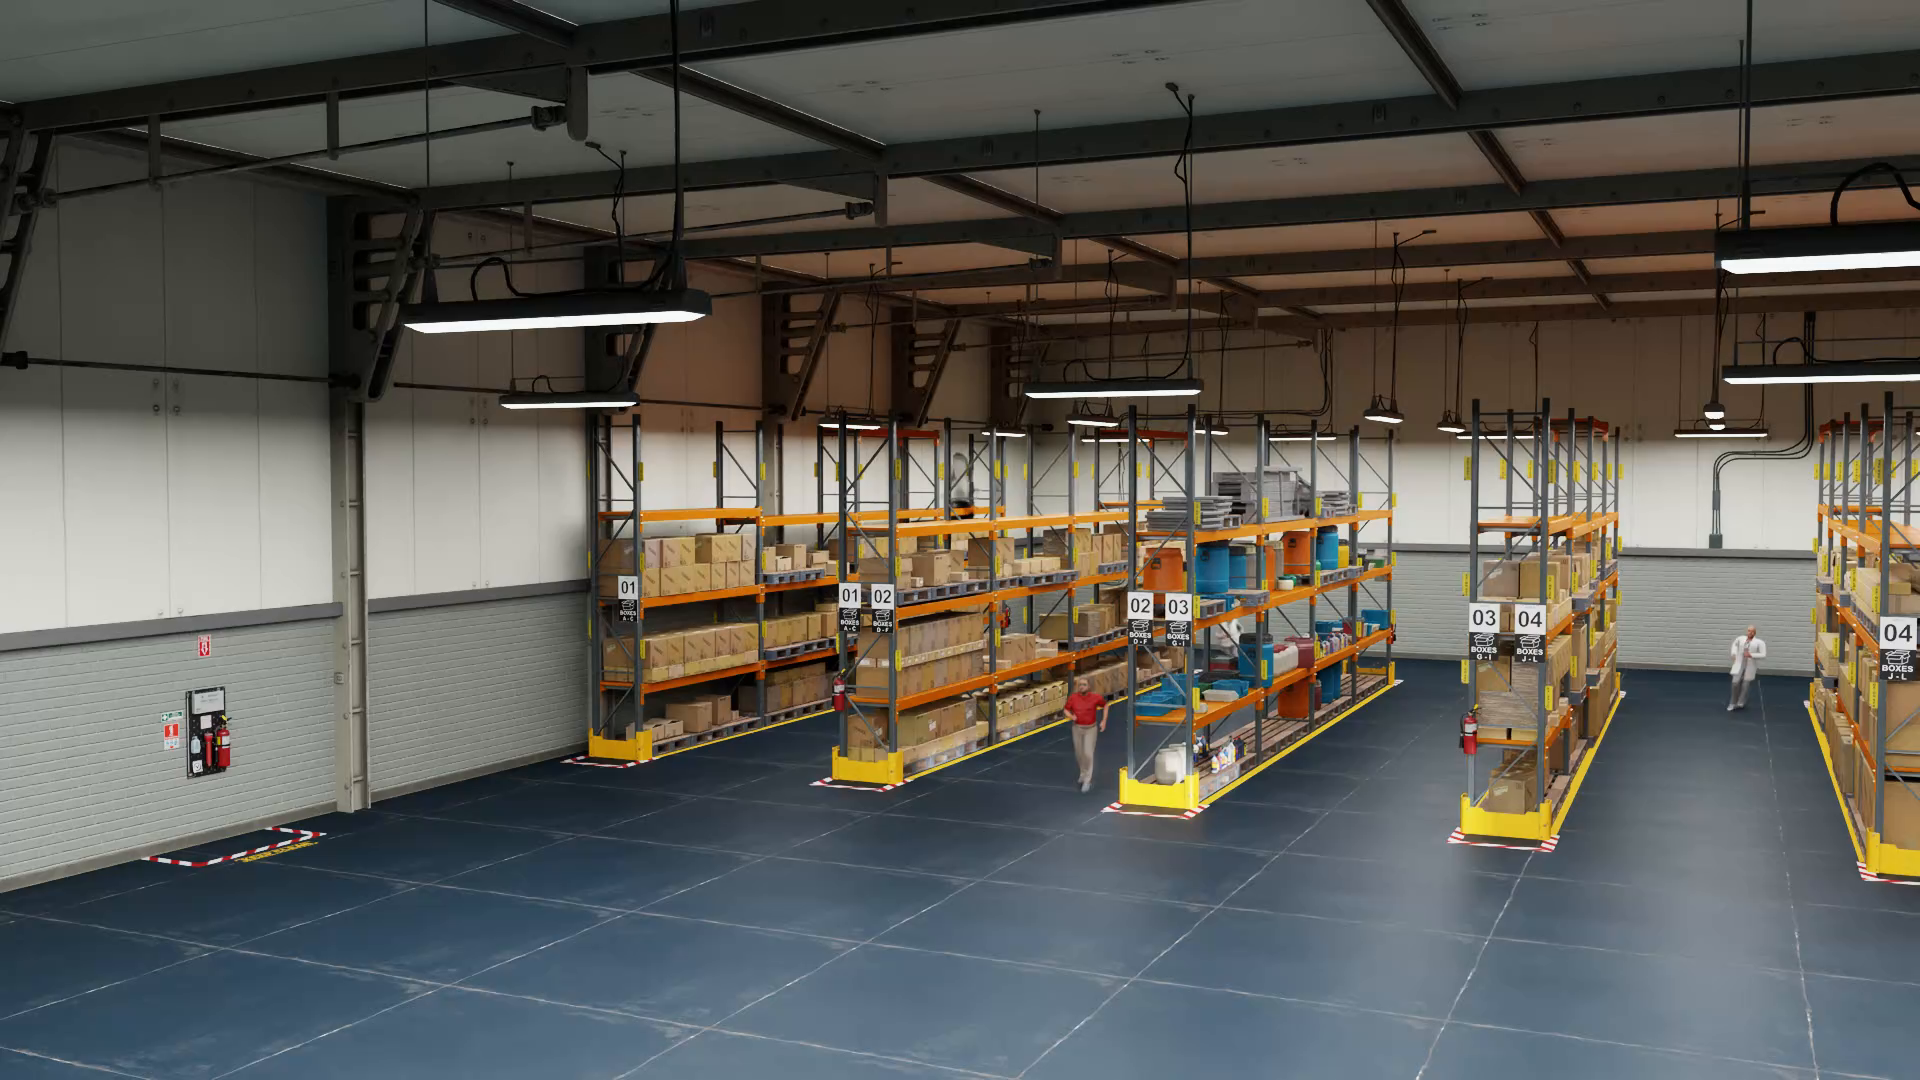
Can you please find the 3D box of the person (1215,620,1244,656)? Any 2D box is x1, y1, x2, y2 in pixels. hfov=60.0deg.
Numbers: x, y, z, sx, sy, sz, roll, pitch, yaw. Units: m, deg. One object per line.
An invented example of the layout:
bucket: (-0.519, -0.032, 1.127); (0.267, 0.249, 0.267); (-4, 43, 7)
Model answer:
person: (6.406, 2.508, 39.575); (0.678, 1.752, 0.899); (0, 2, 12)

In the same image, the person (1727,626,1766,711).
person: (16.543, 2.704, 34.874); (0.710, 1.829, 0.799); (2, 3, 35)

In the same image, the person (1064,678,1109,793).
person: (1.982, 3.064, 26.320); (0.679, 1.791, 0.832); (1, 2, 19)
